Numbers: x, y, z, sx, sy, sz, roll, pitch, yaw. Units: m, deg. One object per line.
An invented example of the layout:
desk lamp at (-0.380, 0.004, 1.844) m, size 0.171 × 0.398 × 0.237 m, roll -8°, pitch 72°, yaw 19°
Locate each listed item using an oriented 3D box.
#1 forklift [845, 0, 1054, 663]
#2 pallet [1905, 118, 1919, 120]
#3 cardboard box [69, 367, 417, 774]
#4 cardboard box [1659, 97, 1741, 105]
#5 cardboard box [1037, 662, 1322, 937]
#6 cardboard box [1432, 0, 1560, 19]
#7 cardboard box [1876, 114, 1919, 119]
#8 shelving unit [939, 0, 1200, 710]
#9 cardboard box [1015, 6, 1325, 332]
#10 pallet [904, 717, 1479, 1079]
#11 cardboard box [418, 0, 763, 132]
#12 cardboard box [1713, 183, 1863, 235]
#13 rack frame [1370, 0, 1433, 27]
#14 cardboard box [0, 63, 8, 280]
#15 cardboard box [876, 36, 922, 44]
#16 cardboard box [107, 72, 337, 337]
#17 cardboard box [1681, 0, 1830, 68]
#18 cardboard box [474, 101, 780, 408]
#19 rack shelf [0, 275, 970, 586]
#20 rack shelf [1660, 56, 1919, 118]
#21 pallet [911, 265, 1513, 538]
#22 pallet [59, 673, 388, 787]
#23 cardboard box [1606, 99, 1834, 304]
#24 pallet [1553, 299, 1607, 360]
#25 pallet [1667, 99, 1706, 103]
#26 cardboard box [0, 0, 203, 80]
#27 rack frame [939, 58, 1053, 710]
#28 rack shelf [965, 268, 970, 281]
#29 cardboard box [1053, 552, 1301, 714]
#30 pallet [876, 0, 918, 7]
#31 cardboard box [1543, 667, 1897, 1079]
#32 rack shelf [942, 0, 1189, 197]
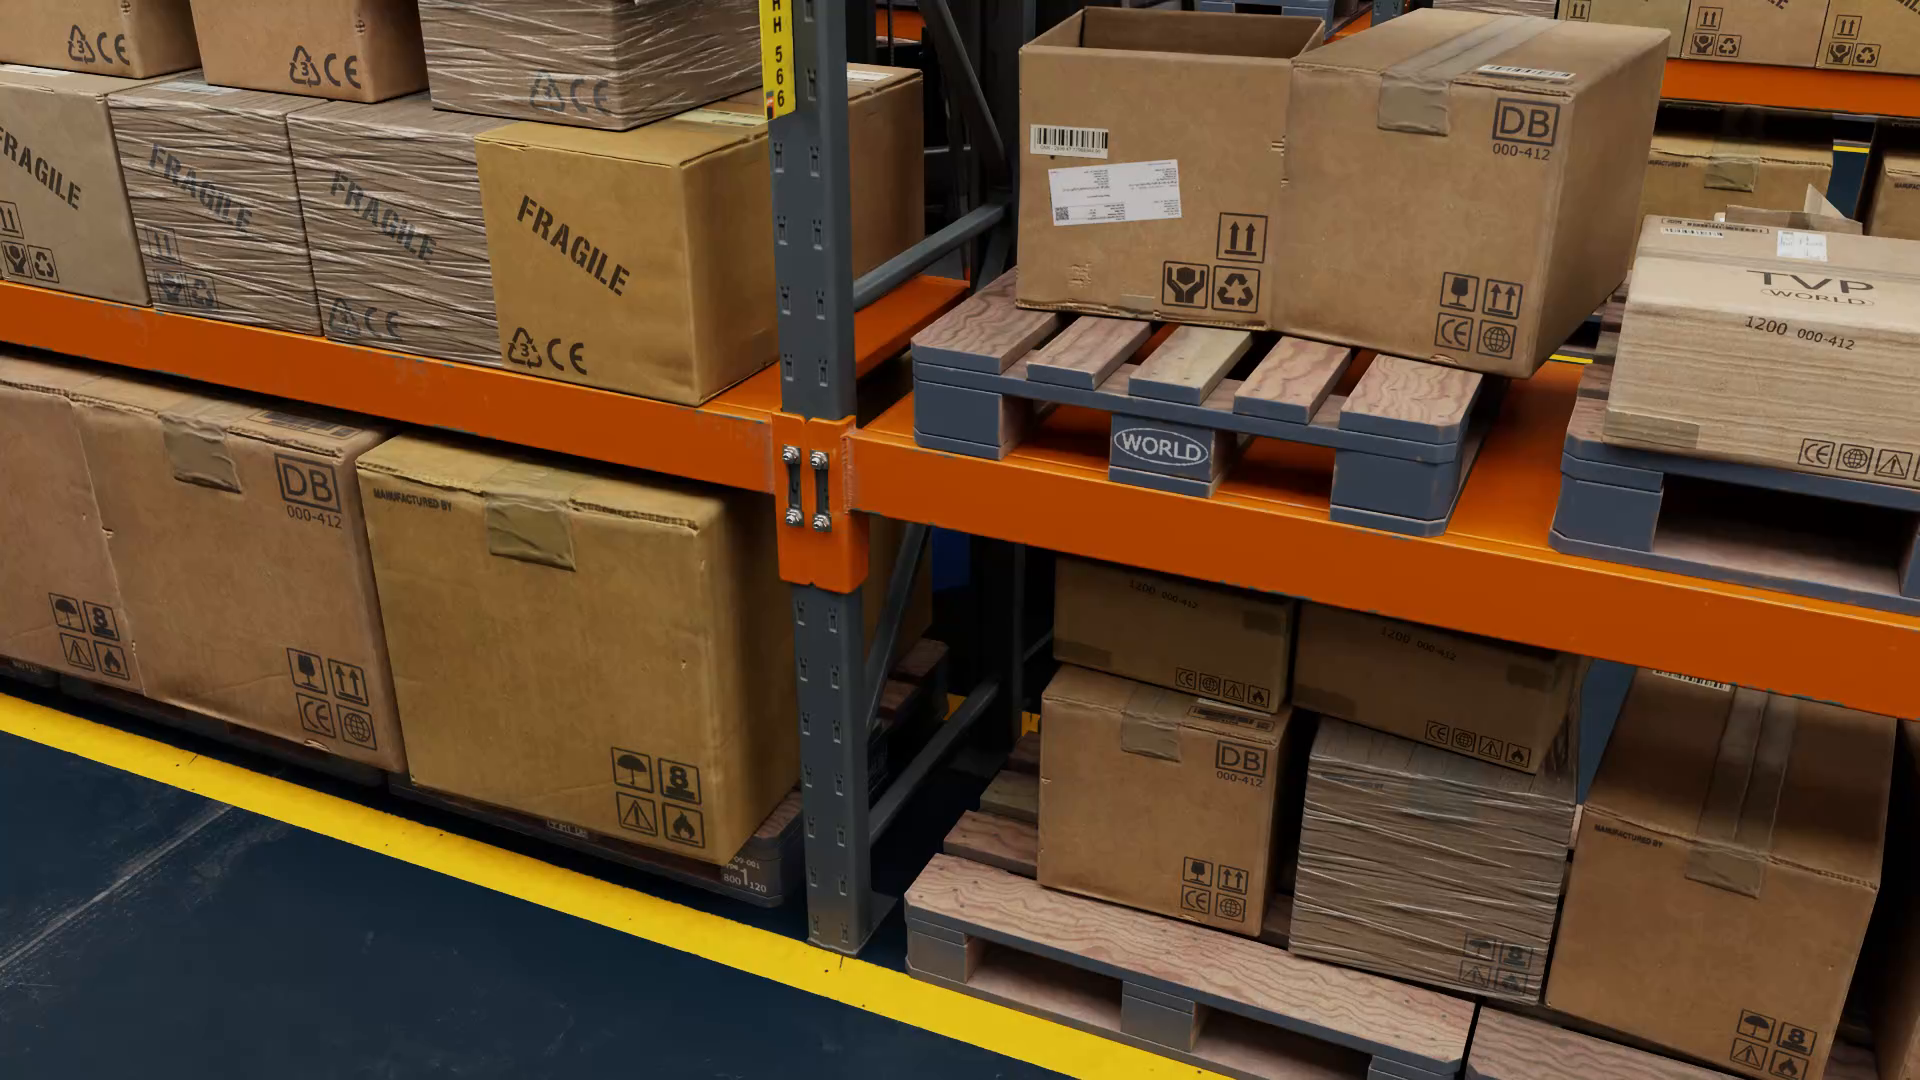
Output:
forklift at (-0.222, -1.573, 5.627) m, size 1.130 × 2.935 × 3.031 m, roll -10°, pitch 28°, yaw -19°
pallet at (6.945, -2.743, 11.082) m, size 1.213 × 0.211 × 1.003 m, roll 11°, pitch 28°, yaw 22°
cardboard box at (-1.517, -0.134, 4.557) m, size 0.875 × 0.875 × 1.225 m, roll 11°, pitch 28°, yaw 22°
cardboard box at (5.198, -3.354, 11.665) m, size 0.625 × 0.372 × 0.950 m, roll 11°, pitch 28°, yaw 21°
cardboard box at (0.529, 0.440, 3.792) m, size 0.500 × 0.500 × 0.700 m, roll 10°, pitch 28°, yaw 19°
cardboard box at (2.353, -2.429, 7.174) m, size 0.500 × 0.500 × 0.500 m, roll 12°, pitch 29°, yaw 22°
cardboard box at (6.520, -3.086, 11.122) m, size 0.625 × 0.372 × 0.950 m, roll 13°, pitch 29°, yaw 25°
shelving unit at (0.349, -0.507, 4.310) m, size 0.503 × 2.100 × 0.431 m, roll 9°, pitch 28°, yaw 32°
cardboard box at (0.419, -0.749, 3.287) m, size 0.500 × 0.500 × 0.500 m, roll 8°, pitch 27°, yaw 15°
pallet at (0.621, 0.796, 3.894) m, size 1.213 × 0.211 × 1.003 m, roll 11°, pitch 28°, yaw 22°
cardboard box at (-0.748, -1.234, 3.611) m, size 0.637 × 0.503 × 0.797 m, roll 12°, pitch 29°, yaw 24°
cardboard box at (1.540, -0.530, 3.108) m, size 0.258 × 0.266 × 0.396 m, roll 11°, pitch 28°, yaw 20°
rack frame at (2.056, -2.574, 7.583) m, size 0.127 × 3.000 × 1.000 m, roll 11°, pitch 28°, yaw 22°
cardboard box at (-2.502, -1.007, 4.286) m, size 0.500 × 0.500 × 0.500 m, roll 11°, pitch 28°, yaw 21°
cardboard box at (-0.340, -2.575, 9.090) m, size 0.500 × 0.250 × 0.500 m, roll 13°, pitch 29°, yaw 24°
cardboard box at (-1.567, -0.821, 3.909) m, size 0.500 × 0.500 × 0.500 m, roll 10°, pitch 28°, yaw 20°
cardboard box at (3.276, -2.244, 6.800) m, size 0.500 × 0.500 × 0.500 m, roll 11°, pitch 28°, yaw 22°
cardboard box at (-0.641, -0.634, 3.529) m, size 0.500 × 0.500 × 0.500 m, roll 12°, pitch 29°, yaw 23°
rack shelf at (-1.910, -0.642, 4.472) m, size 4.000 × 0.370 × 1.077 m, roll 11°, pitch 28°, yaw 22°
rack shelf at (3.876, -1.886, 6.999) m, size 4.000 × 0.370 × 1.077 m, roll 11°, pitch 28°, yaw 22°
pallet at (0.603, -0.425, 3.435) m, size 1.003 × 0.211 × 1.213 m, roll 11°, pitch 28°, yaw 22°
pallet at (-1.882, 0.254, 4.994) m, size 1.213 × 0.211 × 1.003 m, roll 11°, pitch 28°, yaw 22°
cardboard box at (3.370, -1.448, 7.366) m, size 0.750 × 0.750 × 1.050 m, roll 12°, pitch 29°, yaw 23°
pallet at (2.742, -1.149, 7.845) m, size 1.213 × 0.211 × 1.003 m, roll 11°, pitch 28°, yaw 22°
pallet at (4.723, -3.189, 11.988) m, size 1.213 × 0.211 × 1.003 m, roll 11°, pitch 28°, yaw 22°
cardboard box at (-1.954, -1.474, 4.099) m, size 0.637 × 0.503 × 0.797 m, roll 12°, pitch 29°, yaw 23°
rack frame at (0.145, -0.539, 4.440) m, size 0.015 × 2.100 × 0.400 m, roll 9°, pitch 28°, yaw 32°
rack shelf at (0.350, -0.495, 4.316) m, size 0.480 × 0.518 × 0.431 m, roll 9°, pitch 28°, yaw 32°
cardboard box at (0.533, 0.099, 3.635) m, size 0.500 × 0.250 × 0.500 m, roll 13°, pitch 29°, yaw 24°
pallet at (0.237, -2.834, 8.327) m, size 1.213 × 0.211 × 1.003 m, roll 11°, pitch 28°, yaw 22°
cardboard box at (1.558, 0.637, 3.392) m, size 0.500 × 0.500 × 0.700 m, roll 14°, pitch 29°, yaw 26°
rack shelf at (0.275, -1.134, 4.041) m, size 0.480 × 0.518 × 0.431 m, roll 9°, pitch 28°, yaw 32°
